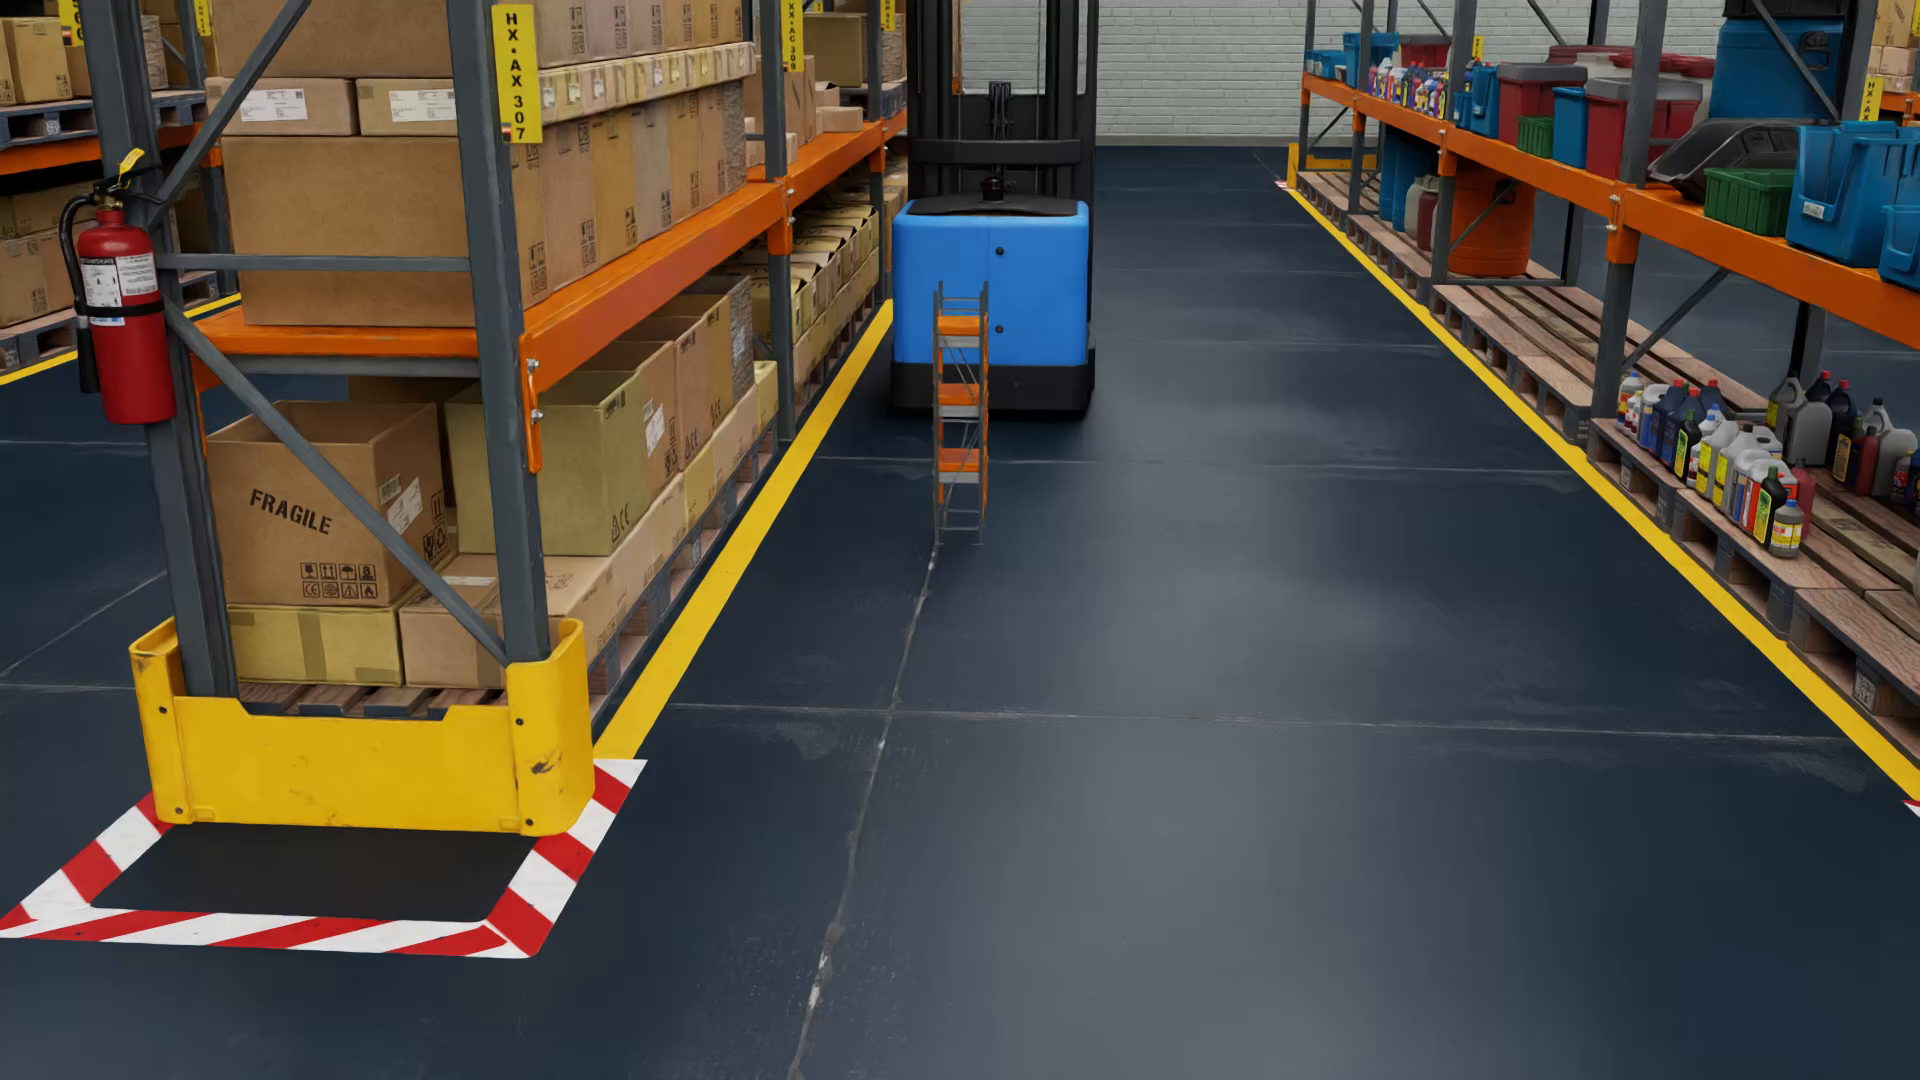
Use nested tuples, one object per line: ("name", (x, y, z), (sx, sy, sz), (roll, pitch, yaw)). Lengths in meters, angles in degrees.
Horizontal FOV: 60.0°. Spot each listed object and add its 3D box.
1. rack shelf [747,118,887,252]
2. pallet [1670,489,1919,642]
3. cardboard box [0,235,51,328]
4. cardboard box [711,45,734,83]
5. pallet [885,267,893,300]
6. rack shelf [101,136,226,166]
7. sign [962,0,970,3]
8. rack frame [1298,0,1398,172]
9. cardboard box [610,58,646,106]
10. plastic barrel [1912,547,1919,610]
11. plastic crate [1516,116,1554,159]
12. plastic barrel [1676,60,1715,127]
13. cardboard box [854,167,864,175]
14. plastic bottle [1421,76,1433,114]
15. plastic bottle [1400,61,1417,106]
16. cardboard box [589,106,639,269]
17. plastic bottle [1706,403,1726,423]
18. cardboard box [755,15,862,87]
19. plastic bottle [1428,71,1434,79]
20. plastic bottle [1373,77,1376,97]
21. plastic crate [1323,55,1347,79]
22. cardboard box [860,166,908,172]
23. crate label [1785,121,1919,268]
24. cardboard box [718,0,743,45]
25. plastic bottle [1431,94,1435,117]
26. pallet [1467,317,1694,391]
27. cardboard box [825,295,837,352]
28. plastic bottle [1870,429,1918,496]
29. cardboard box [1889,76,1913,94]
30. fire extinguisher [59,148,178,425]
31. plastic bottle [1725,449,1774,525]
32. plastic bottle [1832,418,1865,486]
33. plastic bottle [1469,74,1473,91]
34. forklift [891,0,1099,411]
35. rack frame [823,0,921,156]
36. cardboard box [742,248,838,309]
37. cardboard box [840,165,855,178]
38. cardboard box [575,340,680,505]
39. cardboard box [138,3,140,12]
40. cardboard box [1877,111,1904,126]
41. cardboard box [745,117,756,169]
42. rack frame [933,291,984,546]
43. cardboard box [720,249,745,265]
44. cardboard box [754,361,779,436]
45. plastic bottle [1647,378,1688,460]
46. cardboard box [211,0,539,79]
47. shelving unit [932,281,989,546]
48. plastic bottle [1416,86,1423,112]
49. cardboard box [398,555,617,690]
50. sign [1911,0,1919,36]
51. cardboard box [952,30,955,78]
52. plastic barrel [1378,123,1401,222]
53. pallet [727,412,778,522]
("rack shelf", (-1.201, -2.221, 10.038), (1.077, 0.370, 4.000), (1, 18, 4))
("pallet", (3.422, 0.083, 6.330), (1.003, 0.211, 1.213), (1, 18, 4))
("cardboard box", (-6.185, -1.620, 10.358), (0.700, 0.500, 0.500), (1, 18, 5))
("cardboard box", (-1.186, -2.050, 7.159), (0.380, 0.149, 0.250), (1, 18, 2))
("pallet", (-0.966, -2.089, 12.961), (1.003, 0.211, 1.213), (1, 18, 4))
("rack shelf", (-5.855, -3.572, 14.163), (1.077, 0.370, 4.000), (1, 18, 4))
("sign", (0.068, -6.350, 19.118), (0.100, 0.325, 0.005), (1, 18, 4))
("rack frame", (4.456, -5.556, 19.063), (1.000, 3.000, 0.127), (1, 18, 4))
("cardboard box", (-1.298, -1.572, 5.700), (0.380, 0.149, 0.250), (1, 18, 3))
("plastic barrel", (3.316, 0.034, 5.324), (0.421, 0.512, 0.421), (0, 18, 0))
("plastic crate", (3.439, -2.276, 9.392), (0.450, 0.188, 0.662), (1, 18, 4))
("plastic barrel", (3.883, -2.186, 8.560), (0.433, 0.535, 0.433), (0, 18, 0))
("cardboard box", (-1.119, -2.981, 14.512), (0.500, 0.500, 0.500), (2, 18, 5))
("plastic bottle", (3.557, -3.374, 12.609), (0.097, 0.271, 0.097), (0, 18, 0))
("plastic bottle", (3.644, -3.686, 13.434), (0.144, 0.351, 0.185), (1, 18, 4))
("cardboard box", (-1.511, -1.208, 5.633), (0.700, 0.500, 0.500), (1, 18, 4))
("plastic bottle", (3.234, -0.453, 7.163), (0.097, 0.271, 0.097), (0, 18, 0))
("cardboard box", (-1.125, -3.629, 12.345), (0.700, 0.500, 0.500), (-5, 19, -15))
("plastic bottle", (3.725, -3.561, 13.160), (0.061, 0.283, 0.133), (1, 18, 4))
("plastic bottle", (3.718, -4.038, 14.747), (0.097, 0.201, 0.097), (0, 18, 0))
("plastic crate", (3.994, -4.934, 17.336), (0.416, 0.233, 0.300), (1, 18, 4))
("cardboard box", (-0.600, -2.978, 14.503), (0.500, 0.500, 0.500), (2, 18, 5))
("crate label", (3.171, -1.182, 5.655), (0.502, 0.435, 0.616), (1, 18, 4))
("cardboard box", (-1.370, -2.467, 7.391), (0.700, 0.500, 0.500), (1, 18, 4))
("plastic bottle", (3.529, -3.220, 12.251), (0.097, 0.201, 0.097), (0, 18, 0))
("pallet", (3.698, -1.129, 10.030), (1.003, 0.211, 1.213), (1, 18, 4))
("cardboard box", (-0.996, -1.274, 9.734), (0.500, 0.250, 0.500), (1, 18, 2))
("plastic bottle", (3.785, -0.327, 6.773), (0.152, 0.276, 0.135), (2, 18, 5))
("cardboard box", (8.805, -4.186, 15.285), (0.380, 0.149, 0.250), (1, 18, 4))
("fire extinguisher", (-2.103, -0.636, 4.170), (0.296, 0.674, 0.183), (1, 18, 4))
("plastic bottle", (3.059, -0.203, 6.393), (0.152, 0.276, 0.135), (1, 18, 2))
("plastic bottle", (3.696, -0.376, 6.908), (0.061, 0.283, 0.133), (1, 18, 4))
("plastic bottle", (4.249, -3.736, 13.715), (0.097, 0.271, 0.097), (0, 18, 0))
("forklift", (0.258, -2.487, 9.806), (1.130, 2.935, 3.031), (1, 18, 4))
("rack frame", (-0.771, -4.426, 15.613), (1.000, 3.000, 0.127), (1, 18, 4))
("cardboard box", (-0.989, -1.540, 9.645), (0.500, 0.311, 0.500), (1, 18, 2))
("cardboard box", (-1.156, -3.192, 13.952), (0.500, 0.250, 0.500), (1, 18, 3))
("cardboard box", (-1.314, -0.421, 5.927), (0.500, 0.500, 0.500), (1, 18, 4))
("cardboard box", (-5.994, -3.750, 11.641), (0.380, 0.149, 0.250), (-1, 18, -3))
("cardboard box", (9.237, -3.597, 15.820), (0.875, 0.875, 0.875), (1, 18, 4))
("cardboard box", (-1.353, -2.024, 8.523), (0.500, 0.250, 0.500), (2, 18, 7))
("rack frame", (-0.005, -0.478, 6.695), (0.200, 1.050, 0.008), (1, 18, 4))
("cardboard box", (-1.532, -1.549, 9.675), (0.500, 0.311, 0.500), (1, 18, 4))
("cardboard box", (-1.160, -0.685, 7.938), (0.500, 0.250, 0.500), (1, 18, 4))
("plastic bottle", (3.124, -0.538, 7.296), (0.144, 0.351, 0.185), (2, 18, 5))
("cardboard box", (-1.581, -1.524, 4.513), (0.700, 0.500, 0.500), (1, 18, 4))
("shelving unit", (0.004, -0.516, 6.810), (0.215, 1.050, 0.252), (1, 18, 4))
("plastic bottle", (3.571, -3.401, 12.804), (0.097, 0.201, 0.097), (0, 18, 0))
("cardboard box", (-1.371, 0.247, 5.095), (0.500, 0.250, 0.500), (1, 18, 4))
("sign", (8.556, -4.664, 14.824), (0.100, 0.325, 0.005), (1, 18, 4))
("cardboard box", (-0.320, -5.254, 17.981), (0.500, 0.500, 0.500), (1, 18, 4))
("plastic barrel", (4.114, -3.348, 15.019), (0.600, 0.901, 0.708), (1, 18, 4))
("pallet", (-1.443, -0.370, 7.713), (1.003, 0.211, 1.213), (1, 18, 4))
